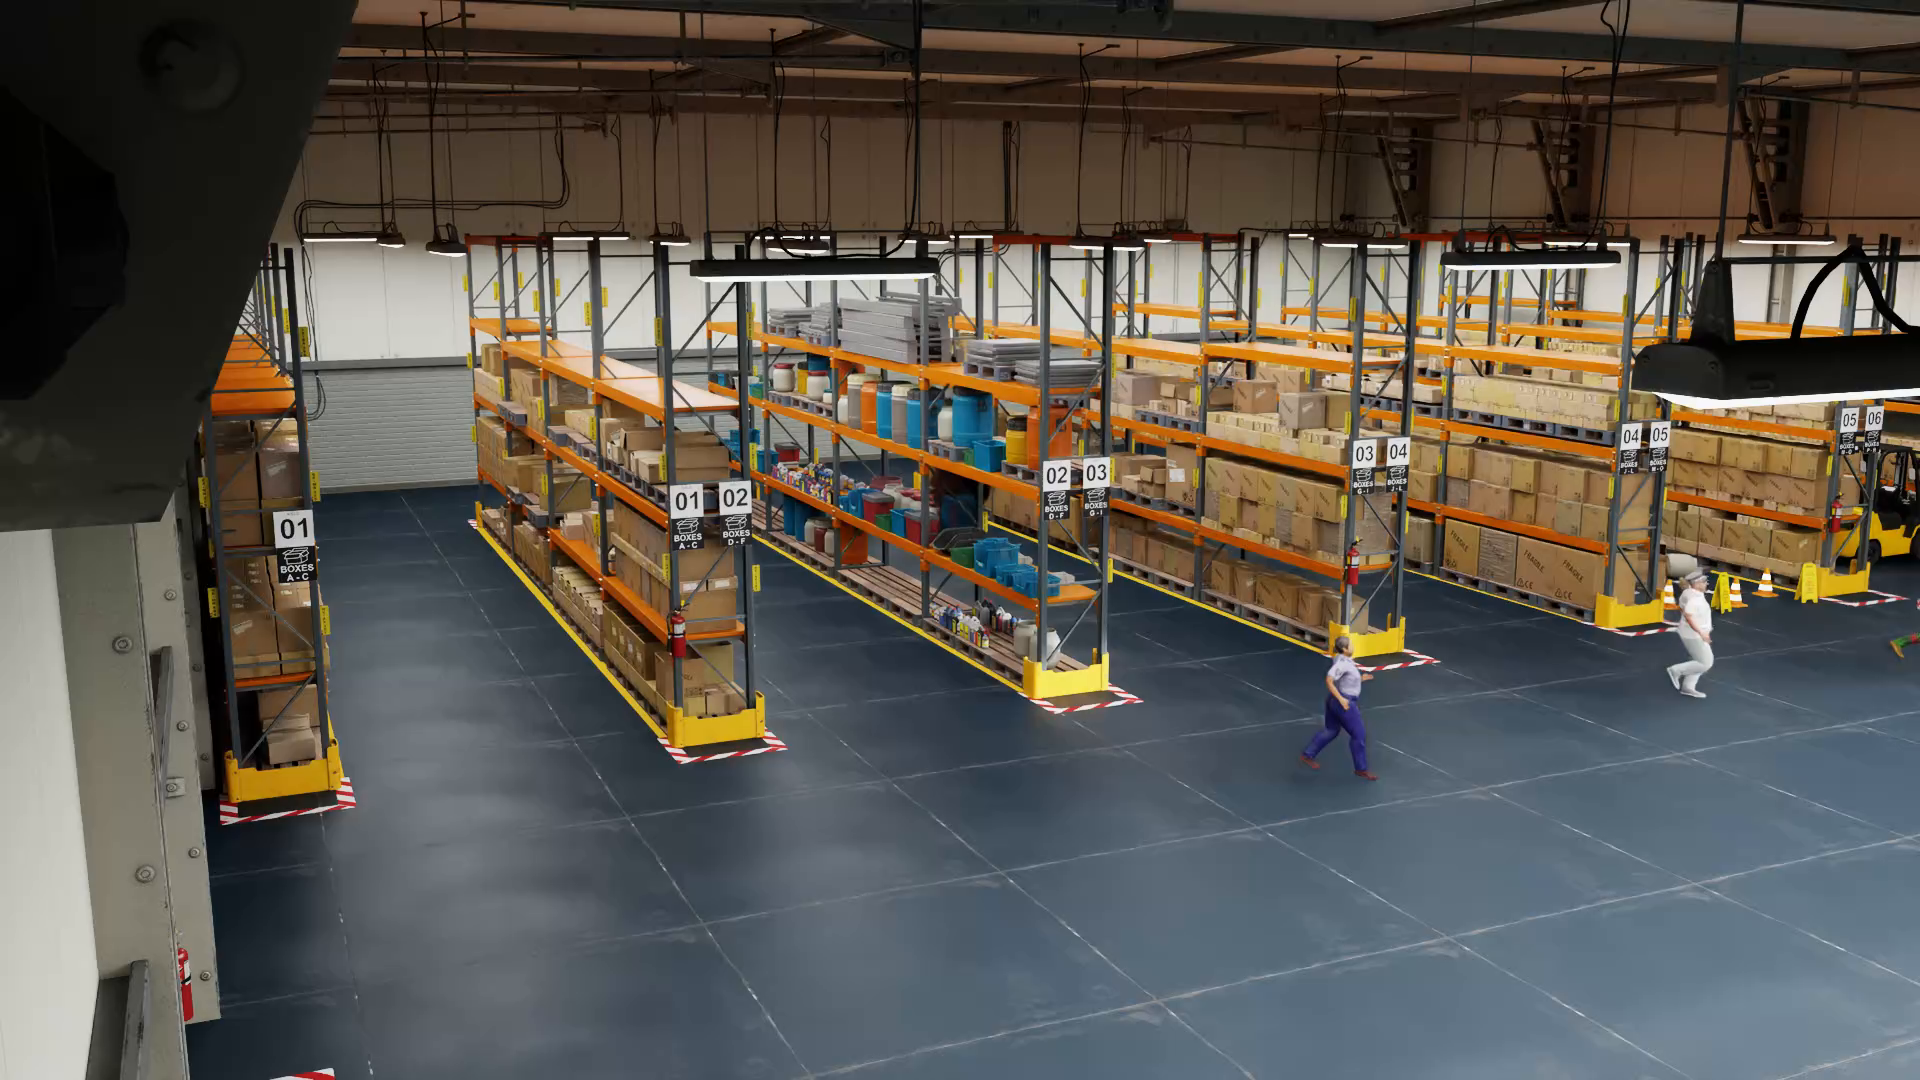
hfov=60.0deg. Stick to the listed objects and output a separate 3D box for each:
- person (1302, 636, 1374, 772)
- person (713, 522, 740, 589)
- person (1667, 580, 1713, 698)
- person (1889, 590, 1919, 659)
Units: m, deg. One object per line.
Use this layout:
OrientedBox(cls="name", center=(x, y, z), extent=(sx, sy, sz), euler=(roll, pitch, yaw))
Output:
OrientedBox(cls="person", center=(4.311, 1.848, 18.907), extent=(0.768, 1.556, 0.594), euler=(0, 11, 0))
OrientedBox(cls="person", center=(-4.120, 0.081, 28.863), extent=(0.543, 1.451, 0.920), euler=(-8, 14, -36))
OrientedBox(cls="person", center=(9.759, 1.277, 22.196), extent=(0.598, 1.687, 0.671), euler=(2, 11, 11))
OrientedBox(cls="person", center=(13.627, 1.006, 23.506), extent=(0.767, 1.712, 0.678), euler=(6, 12, 27))
